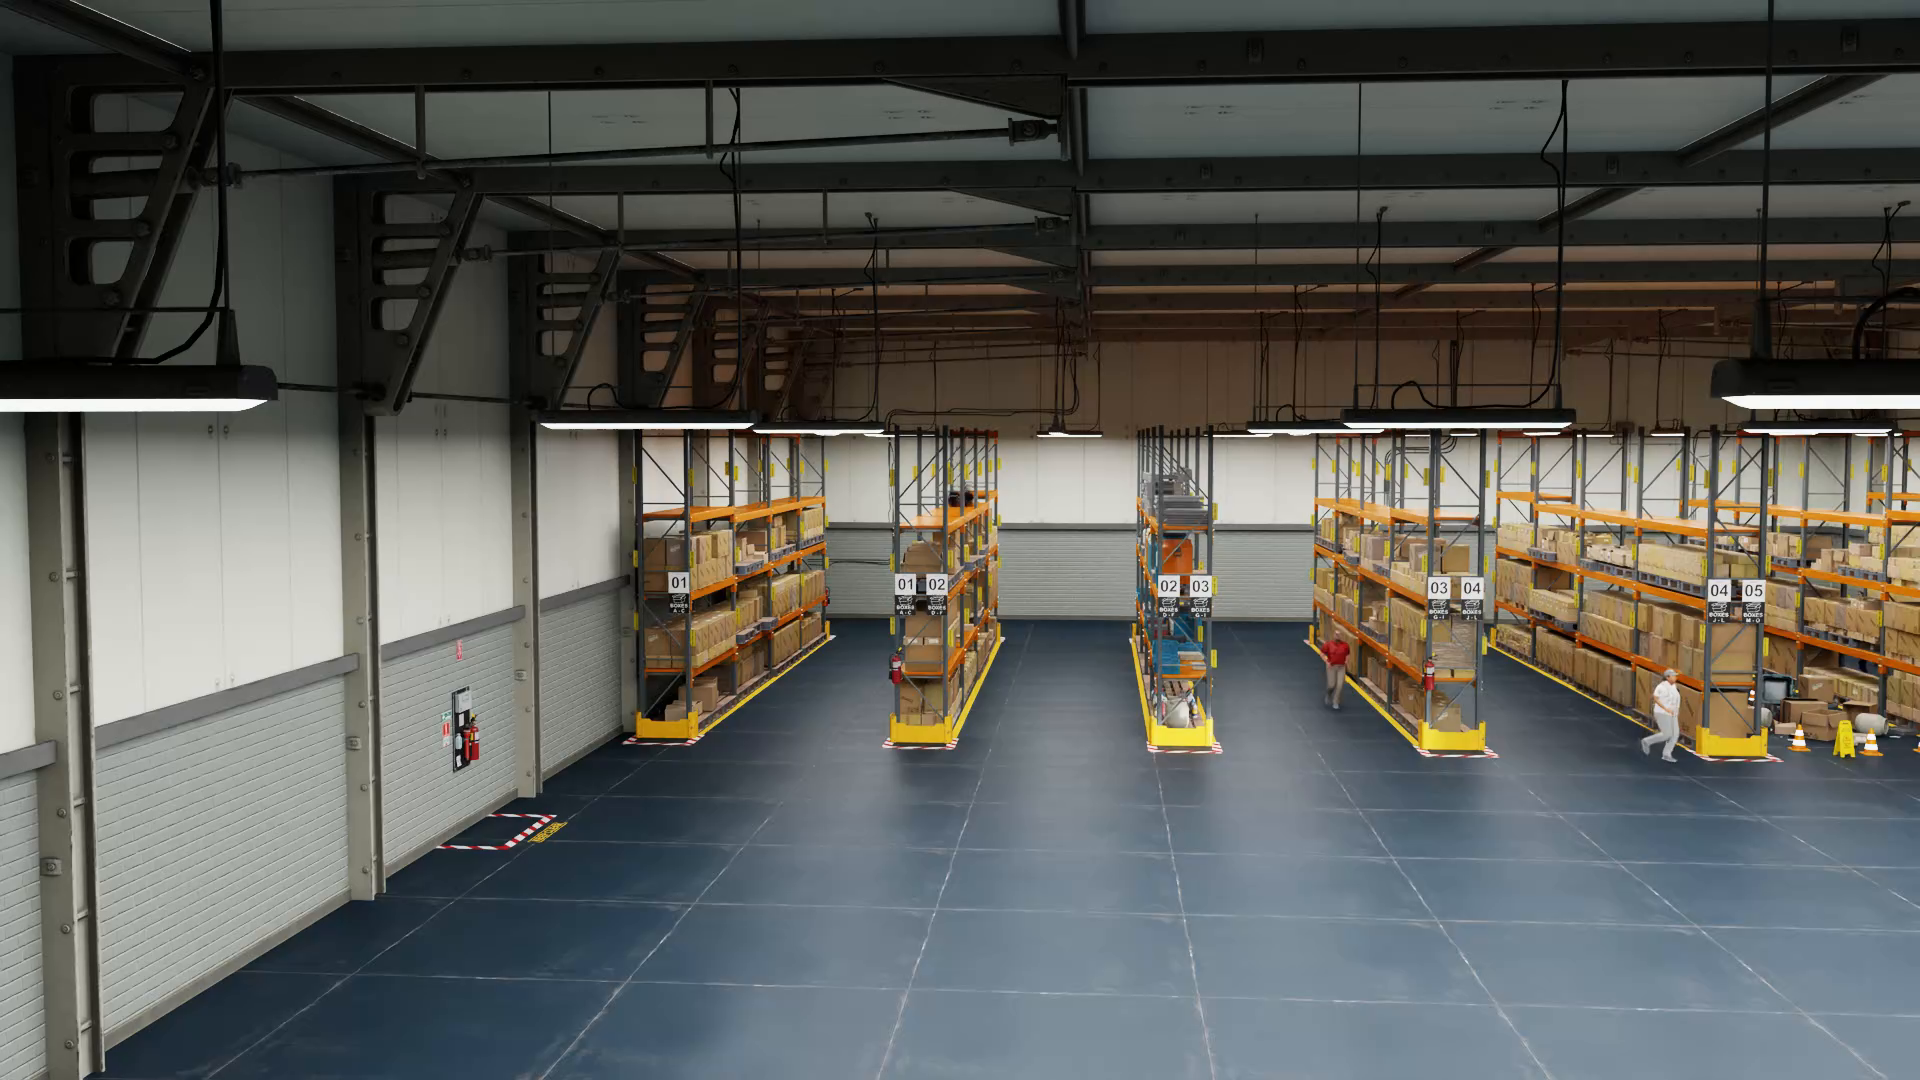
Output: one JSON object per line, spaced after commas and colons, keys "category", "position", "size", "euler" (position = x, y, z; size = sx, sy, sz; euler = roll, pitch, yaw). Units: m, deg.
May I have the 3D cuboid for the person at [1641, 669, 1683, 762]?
{"category": "person", "position": [12.645, 3.122, 29.831], "size": [0.654, 1.624, 0.644], "euler": [-3, 4, -39]}

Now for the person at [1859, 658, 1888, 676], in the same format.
{"category": "person", "position": [21.511, 2.587, 39.208], "size": [0.587, 1.635, 0.973], "euler": [0, 3, 4]}

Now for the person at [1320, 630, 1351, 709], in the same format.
{"category": "person", "position": [8.012, 2.752, 35.407], "size": [0.641, 1.679, 0.596], "euler": [0, 3, 1]}
